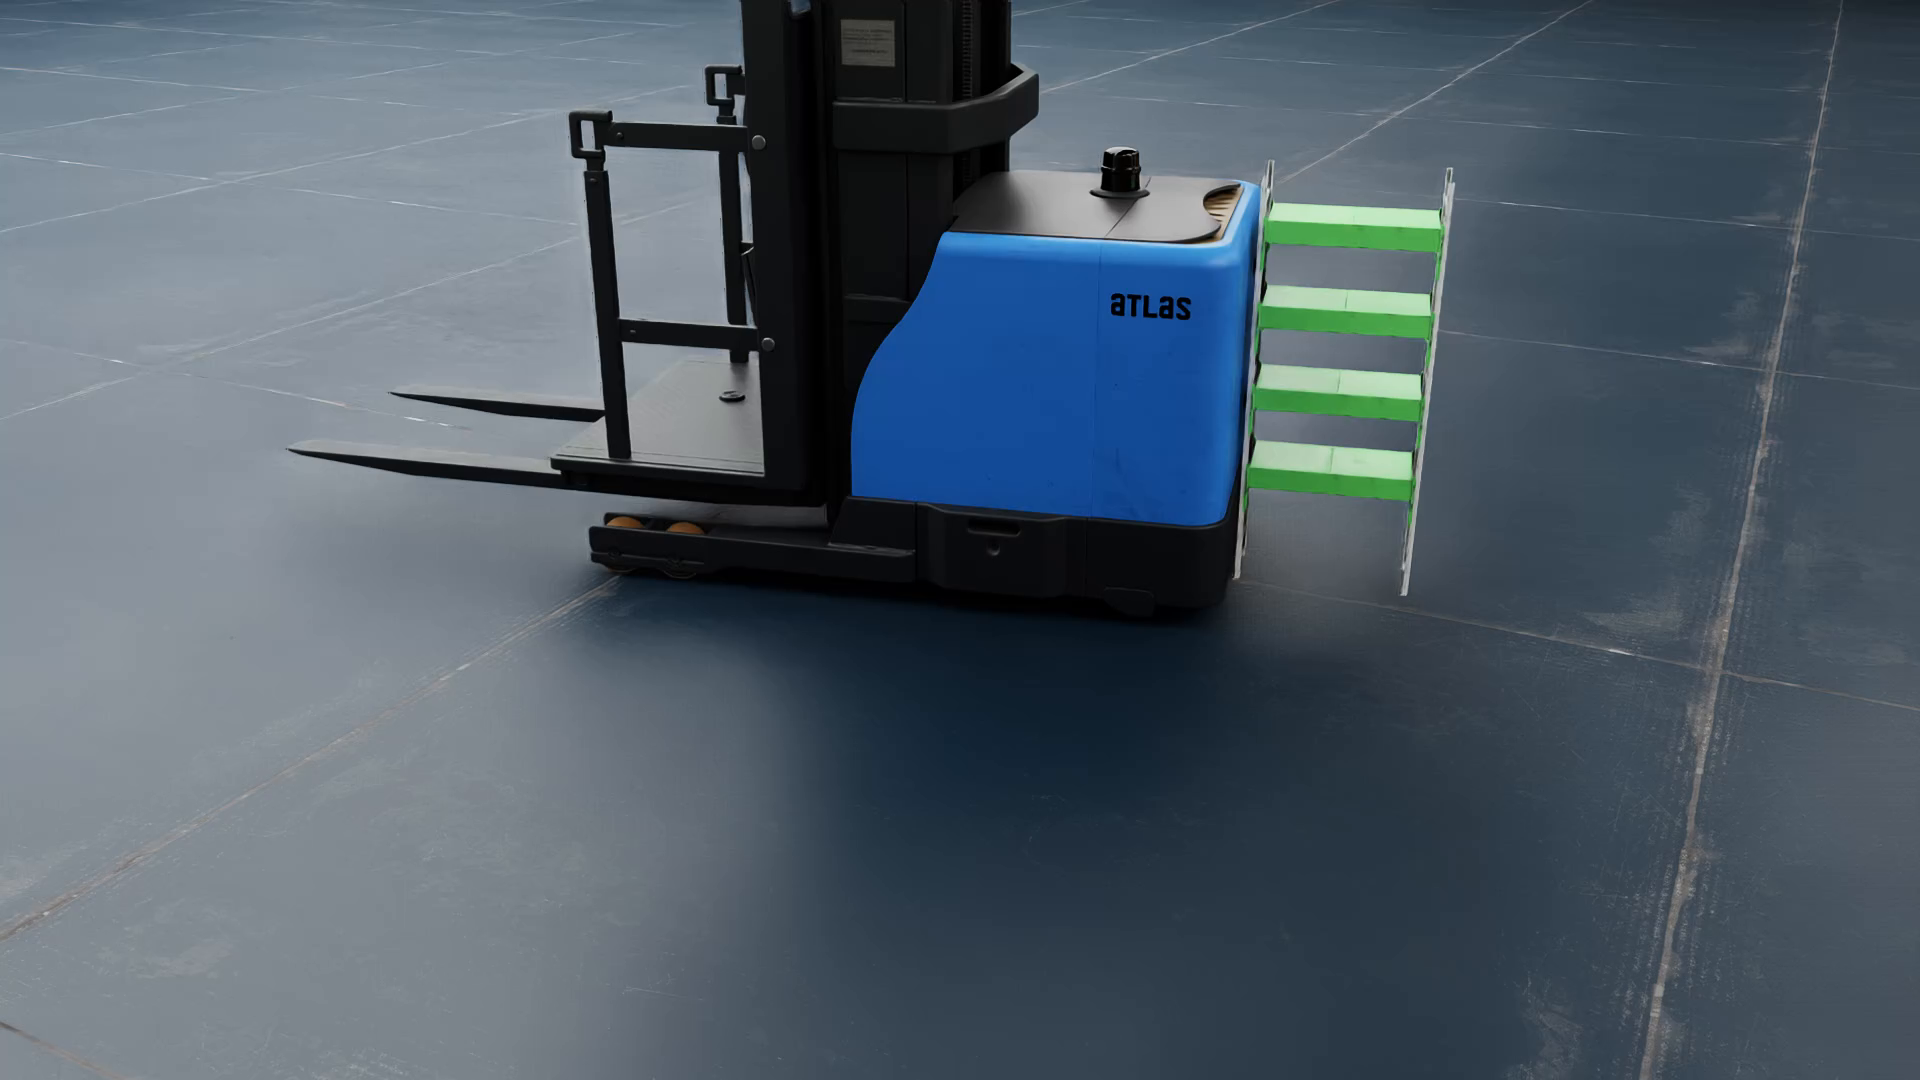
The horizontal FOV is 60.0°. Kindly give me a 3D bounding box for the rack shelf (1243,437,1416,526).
[{"bbox_3d":[1.092,-0.177,4.909,0.480,0.148,0.258,5,24,13],"label":"rack shelf"}]

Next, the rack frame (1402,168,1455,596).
[{"bbox_3d":[1.329,-0.434,4.737,0.015,1.200,0.240,5,24,13],"label":"rack frame"}]

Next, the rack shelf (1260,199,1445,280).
[{"bbox_3d":[1.092,-0.839,4.627,0.480,0.148,0.258,5,24,13],"label":"rack shelf"}]

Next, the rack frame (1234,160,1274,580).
[{"bbox_3d":[0.855,-0.479,4.844,0.015,1.200,0.240,5,24,13],"label":"rack frame"}]

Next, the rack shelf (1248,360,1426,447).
[{"bbox_3d":[1.092,-0.398,4.815,0.480,0.148,0.258,5,24,13],"label":"rack shelf"}]

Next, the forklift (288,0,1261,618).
[{"bbox_3d":[-0.627,-1.425,4.855,3.031,2.935,1.130,5,24,13],"label":"forklift"}]

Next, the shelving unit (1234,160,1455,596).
[{"bbox_3d":[1.092,-0.457,4.790,0.503,1.200,0.258,5,24,13],"label":"shelving unit"}]

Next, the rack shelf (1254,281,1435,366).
[{"bbox_3d":[1.092,-0.619,4.721,0.480,0.148,0.258,5,24,13],"label":"rack shelf"}]
